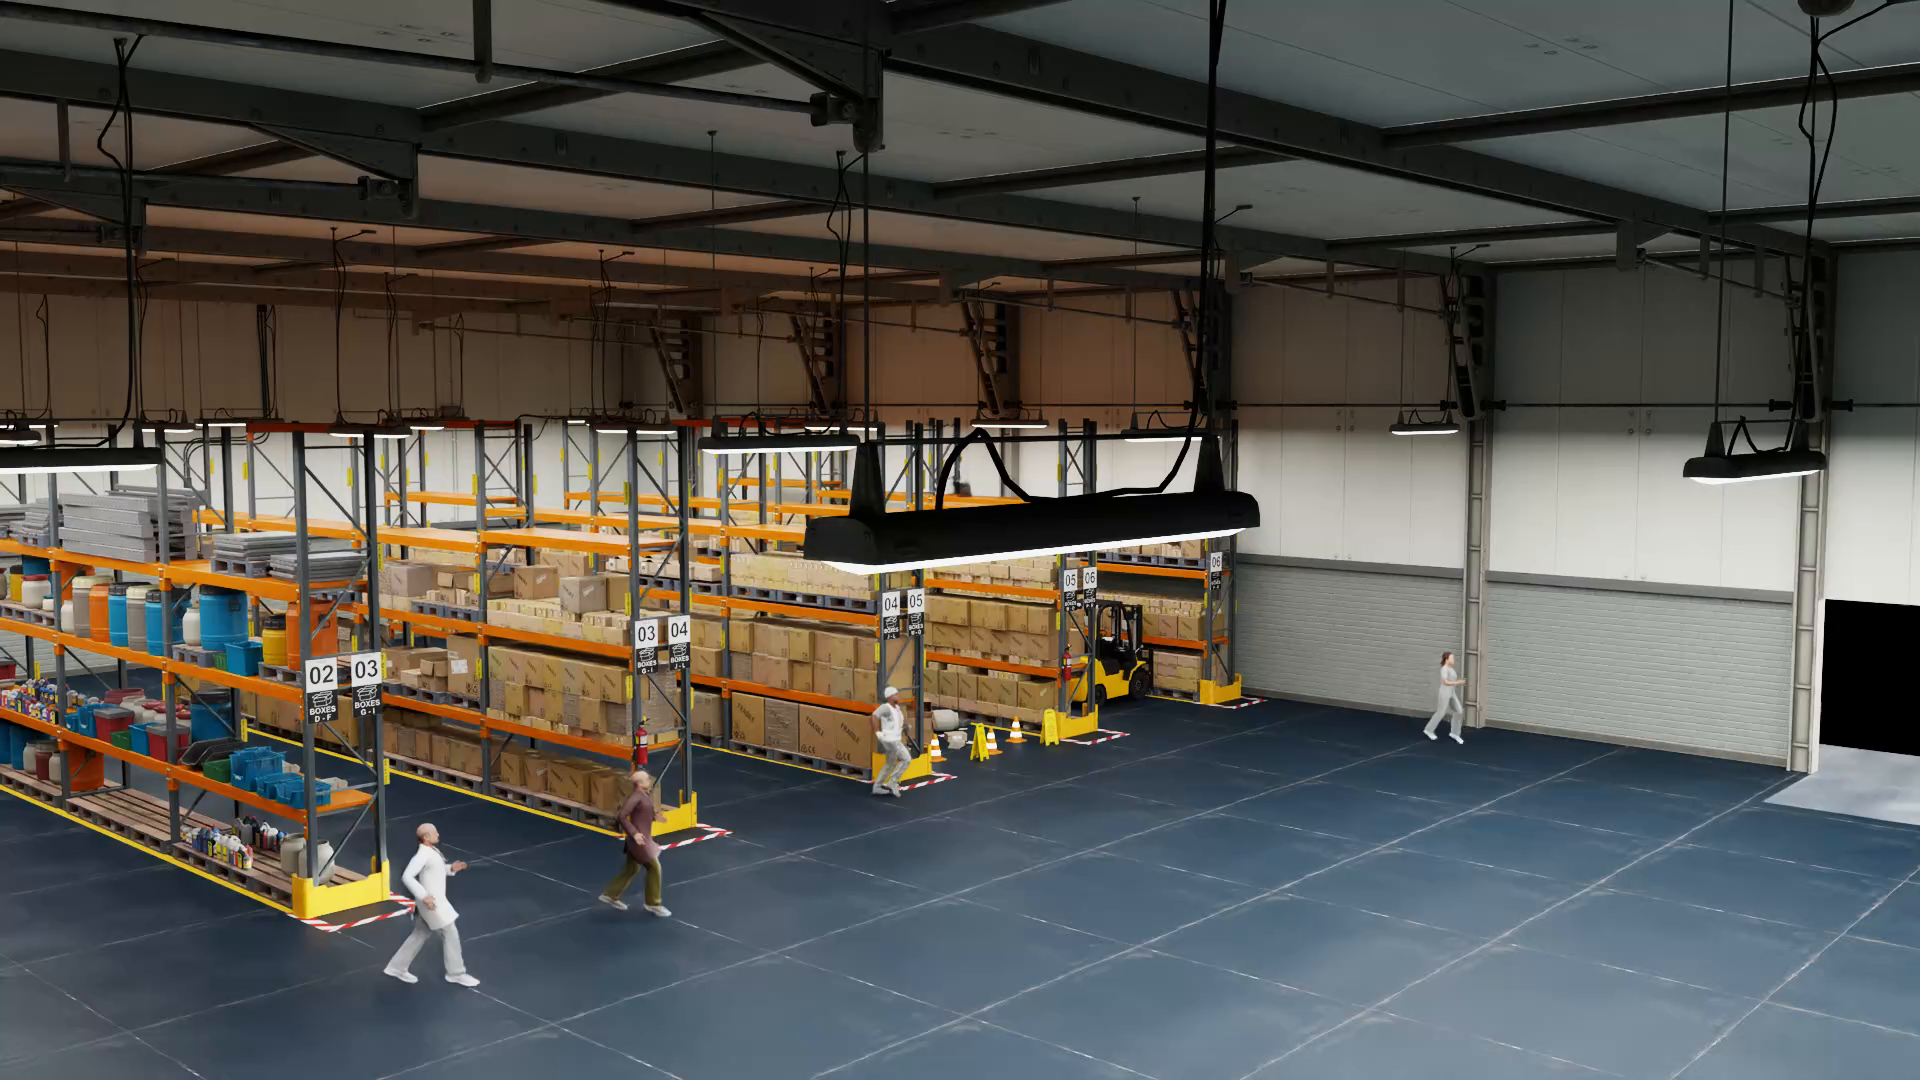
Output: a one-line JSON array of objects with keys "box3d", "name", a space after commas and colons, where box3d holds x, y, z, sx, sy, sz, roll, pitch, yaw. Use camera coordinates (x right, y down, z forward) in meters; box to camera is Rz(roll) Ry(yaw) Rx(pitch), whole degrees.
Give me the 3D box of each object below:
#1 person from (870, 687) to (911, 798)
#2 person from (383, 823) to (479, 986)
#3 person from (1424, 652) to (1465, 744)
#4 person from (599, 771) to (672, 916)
[{"box3d": [-1.095, 3.254, 26.916, 0.657, 1.748, 0.703, 0, 5, 6], "name": "person"}, {"box3d": [-5.730, 3.953, 17.972, 0.980, 1.811, 0.689, -2, 5, -22], "name": "person"}, {"box3d": [9.091, 2.946, 31.160, 0.775, 1.731, 0.580, 4, 6, 37], "name": "person"}, {"box3d": [-4.034, 3.759, 20.590, 0.888, 1.837, 0.694, -1, 5, -12], "name": "person"}]
